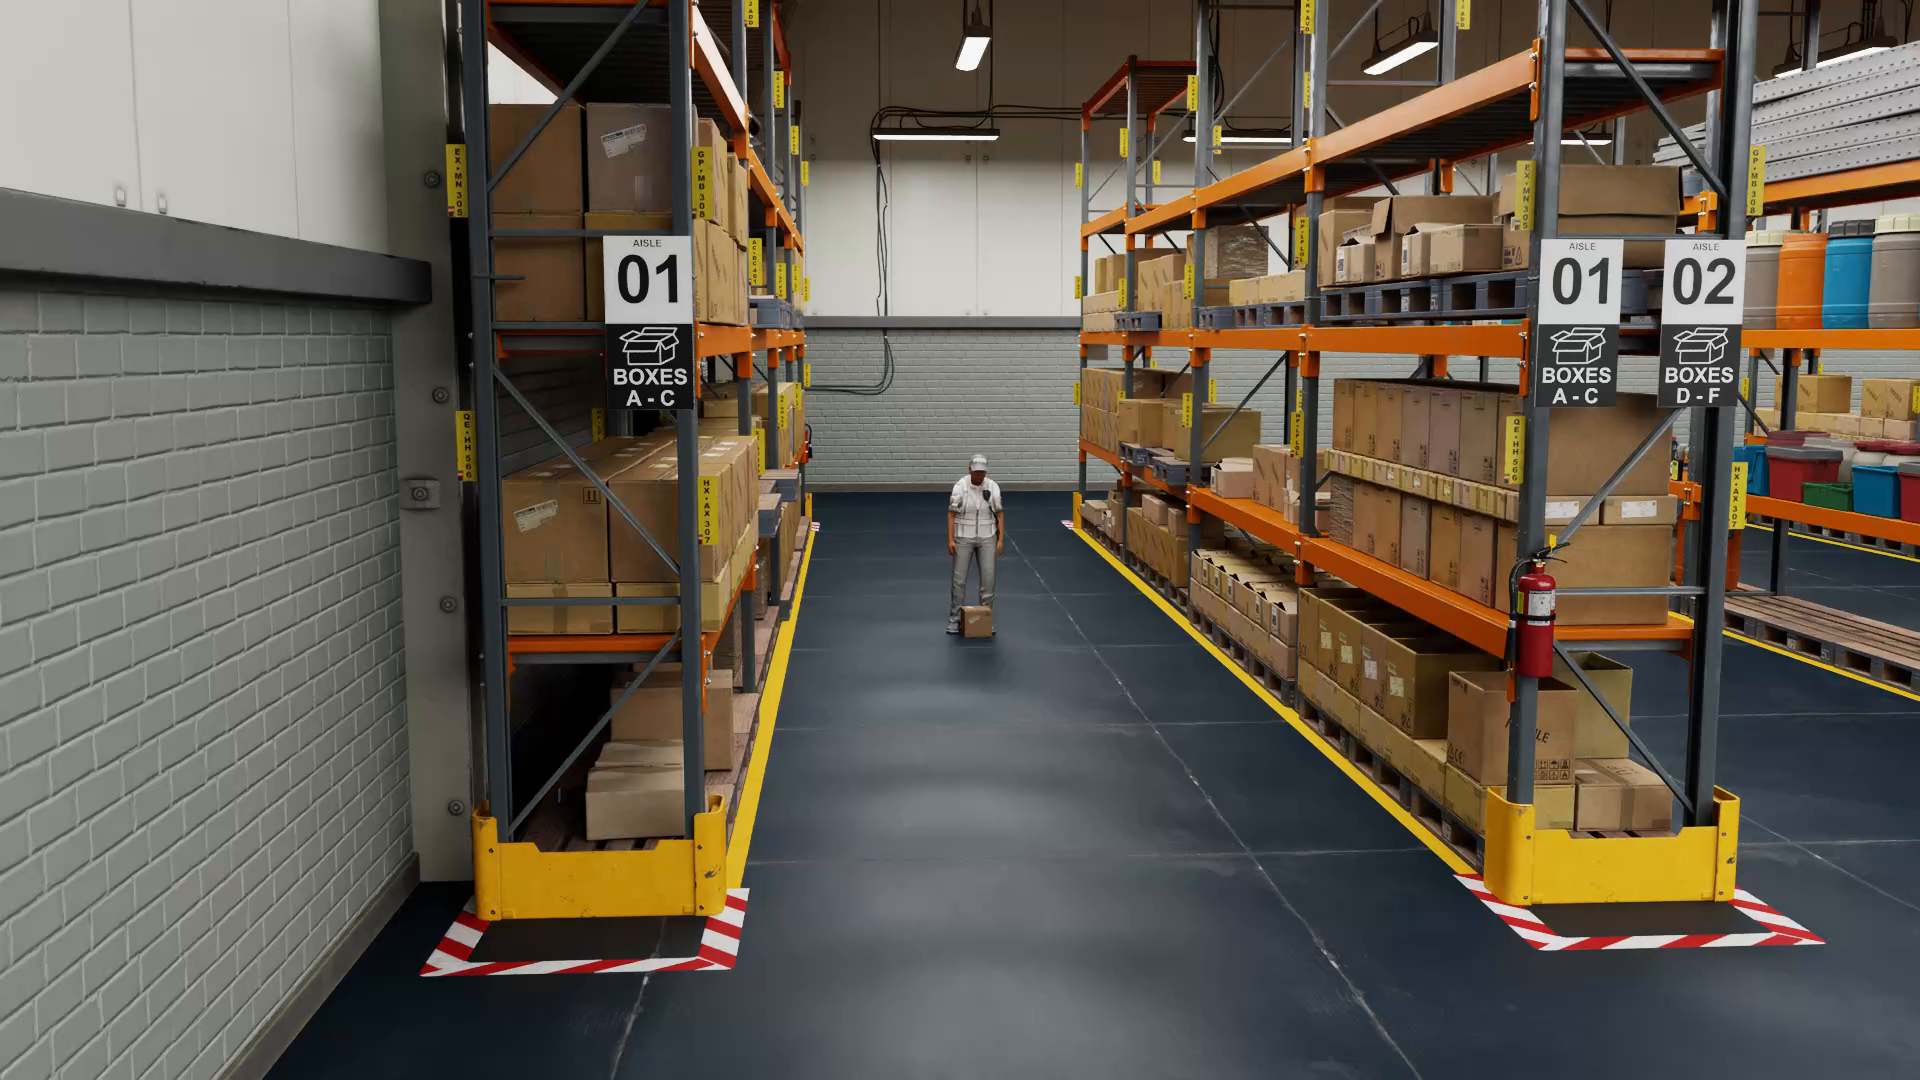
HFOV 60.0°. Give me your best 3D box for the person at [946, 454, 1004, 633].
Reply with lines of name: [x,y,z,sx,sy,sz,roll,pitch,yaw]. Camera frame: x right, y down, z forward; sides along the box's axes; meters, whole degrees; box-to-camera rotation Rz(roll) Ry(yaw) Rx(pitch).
person: [0.137,0.026,15.514,0.552,1.666,0.472,-1,7,-5]
